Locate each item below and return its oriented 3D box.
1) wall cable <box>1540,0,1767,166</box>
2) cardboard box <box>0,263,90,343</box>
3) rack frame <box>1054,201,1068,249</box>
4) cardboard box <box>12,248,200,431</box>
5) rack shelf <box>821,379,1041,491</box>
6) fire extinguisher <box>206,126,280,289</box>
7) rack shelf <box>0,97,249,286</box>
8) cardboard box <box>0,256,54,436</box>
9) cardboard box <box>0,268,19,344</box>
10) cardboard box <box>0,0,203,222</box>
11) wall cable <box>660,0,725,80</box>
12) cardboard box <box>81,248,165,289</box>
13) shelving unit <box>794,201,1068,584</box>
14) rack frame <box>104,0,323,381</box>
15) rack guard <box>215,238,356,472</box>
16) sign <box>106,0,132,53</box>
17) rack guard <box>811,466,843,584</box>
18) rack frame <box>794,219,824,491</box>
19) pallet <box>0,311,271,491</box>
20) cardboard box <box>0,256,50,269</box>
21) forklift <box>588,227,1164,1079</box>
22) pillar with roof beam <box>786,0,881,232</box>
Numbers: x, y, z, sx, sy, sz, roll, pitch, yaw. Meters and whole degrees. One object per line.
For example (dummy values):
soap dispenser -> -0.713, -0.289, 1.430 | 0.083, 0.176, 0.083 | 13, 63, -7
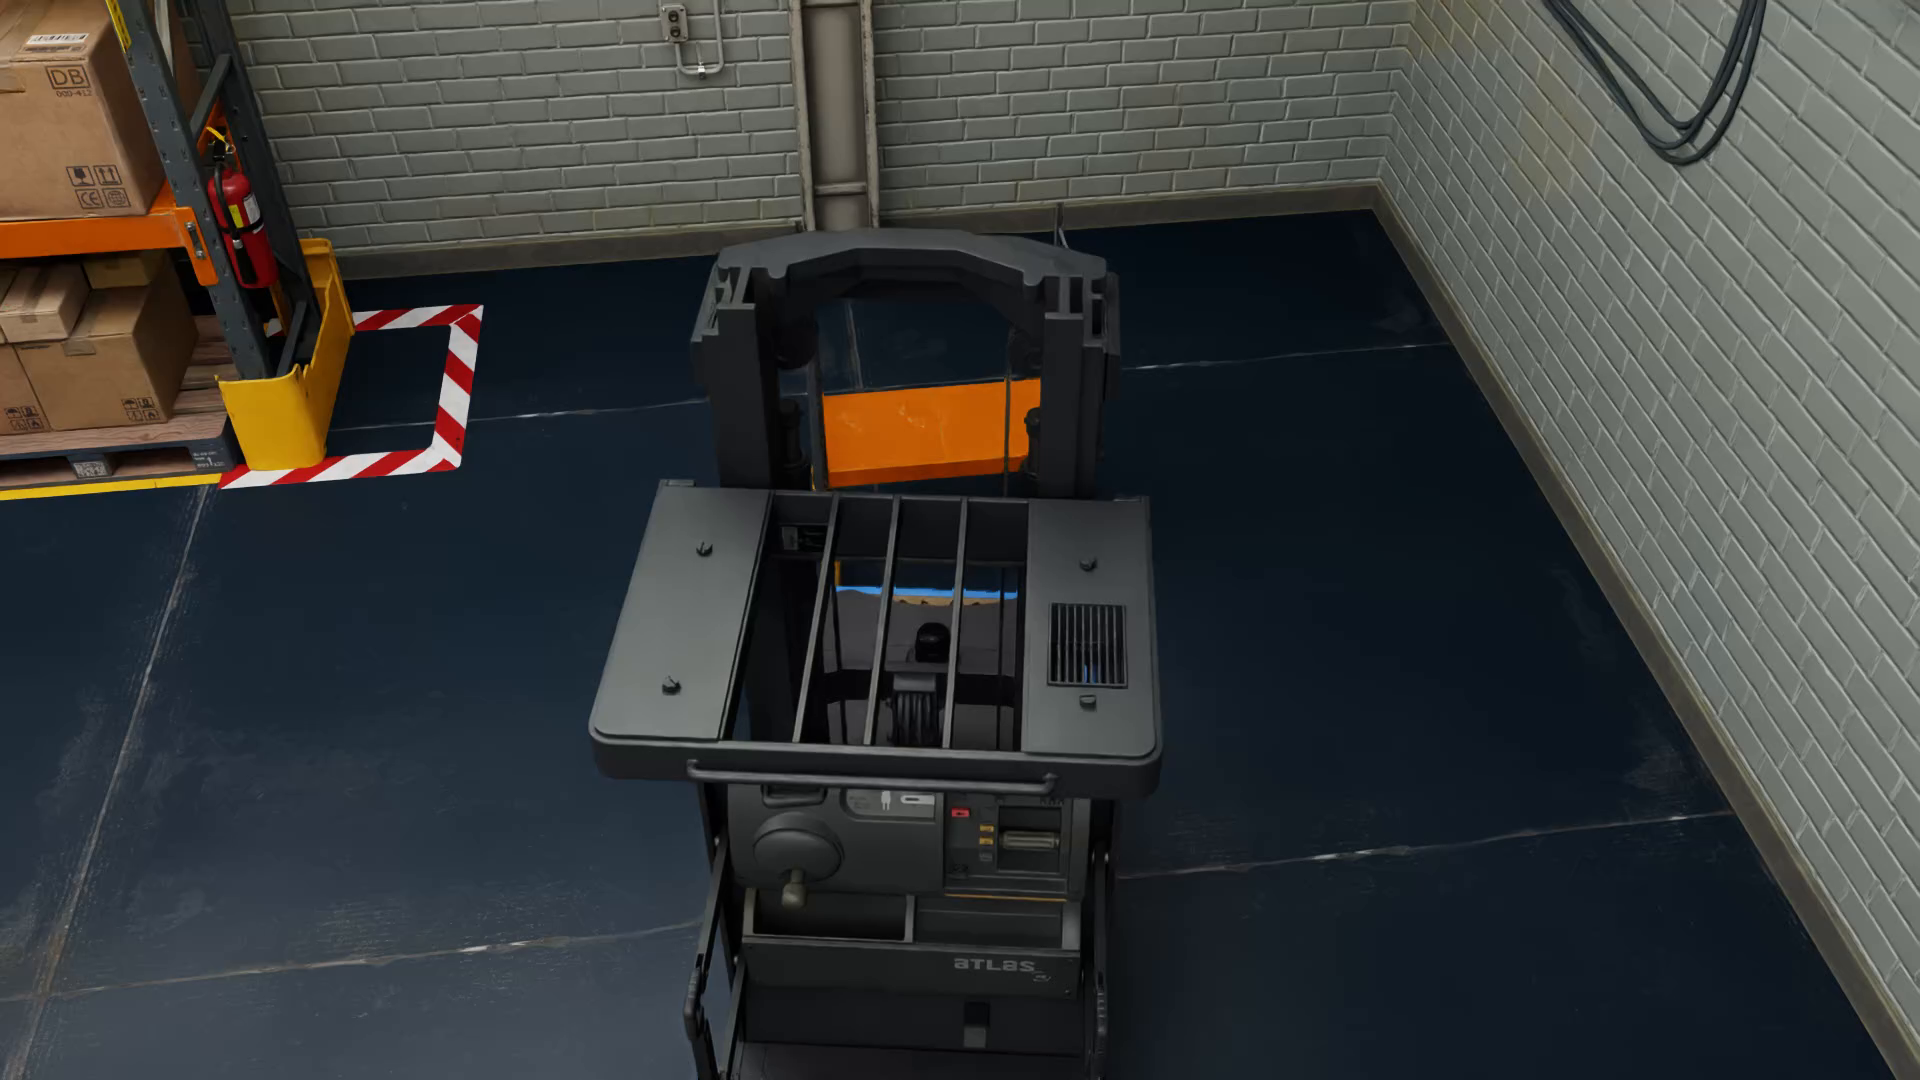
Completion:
wall cable -> 2.462, -3.151, 6.343 | 0.112, 2.526, 3.097 | -5, 42, -6
cardboard box -> -3.978, -1.032, 7.223 | 0.250, 0.149, 0.380 | -5, 42, -6
rack frame -> 0.419, -0.594, 6.788 | 0.032, 1.500, 0.500 | -5, 42, -6
cardboard box -> -3.874, -0.923, 7.587 | 0.500, 0.500, 0.700 | -5, 42, -6
rack shelf -> -0.085, -0.416, 6.860 | 1.000, 0.185, 0.538 | -5, 42, -6
fire extinguisher -> -2.983, -1.362, 6.857 | 0.183, 0.674, 0.296 | -5, 42, -6
rack shelf -> -5.176, -1.382, 7.080 | 4.000, 0.370, 1.077 | -5, 42, -6
cardboard box -> -4.370, -0.880, 7.538 | 0.500, 0.500, 0.700 | -5, 42, -6
cardboard box -> -4.231, -1.009, 7.198 | 0.250, 0.149, 0.380 | -4, 42, -4
cardboard box -> -3.697, -1.883, 6.874 | 0.700, 0.700, 0.980 | -3, 42, -4
wall cable -> -2.046, -2.939, 7.511 | 1.851, 1.984, 0.084 | -5, 42, -6
cardboard box -> -3.776, -1.308, 7.529 | 0.250, 0.149, 0.380 | -5, 42, -5
shelving unit -> -0.076, -0.550, 6.740 | 1.083, 1.500, 0.587 | -5, 42, -6
rack frame -> -3.193, -1.823, 7.031 | 0.127, 3.000, 1.000 | -5, 42, -6
rack guard -> -3.169, -0.897, 7.871 | 0.348, 0.500, 1.175 | -5, 42, -6
sign -> -3.136, -1.979, 6.163 | 0.005, 0.325, 0.100 | -5, 42, -6
rack guard -> -0.569, -0.043, 7.111 | 0.087, 0.250, 0.587 | -5, 42, -6
rack frame -> -0.589, -0.505, 6.691 | 0.032, 1.500, 0.500 | -5, 42, -6
pallet -> -3.976, -0.666, 7.831 | 1.213, 0.211, 1.003 | -5, 42, -6
cardboard box -> -4.278, -1.263, 7.479 | 0.250, 0.149, 0.380 | -5, 42, -5
forklift -> -0.141, 0.850, 4.120 | 1.130, 2.935, 3.031 | 2, 42, 2
pillar with roof beam -> -0.070, -2.000, 2.749 | 0.400, 9.000, 9.100 | -5, 42, -6
